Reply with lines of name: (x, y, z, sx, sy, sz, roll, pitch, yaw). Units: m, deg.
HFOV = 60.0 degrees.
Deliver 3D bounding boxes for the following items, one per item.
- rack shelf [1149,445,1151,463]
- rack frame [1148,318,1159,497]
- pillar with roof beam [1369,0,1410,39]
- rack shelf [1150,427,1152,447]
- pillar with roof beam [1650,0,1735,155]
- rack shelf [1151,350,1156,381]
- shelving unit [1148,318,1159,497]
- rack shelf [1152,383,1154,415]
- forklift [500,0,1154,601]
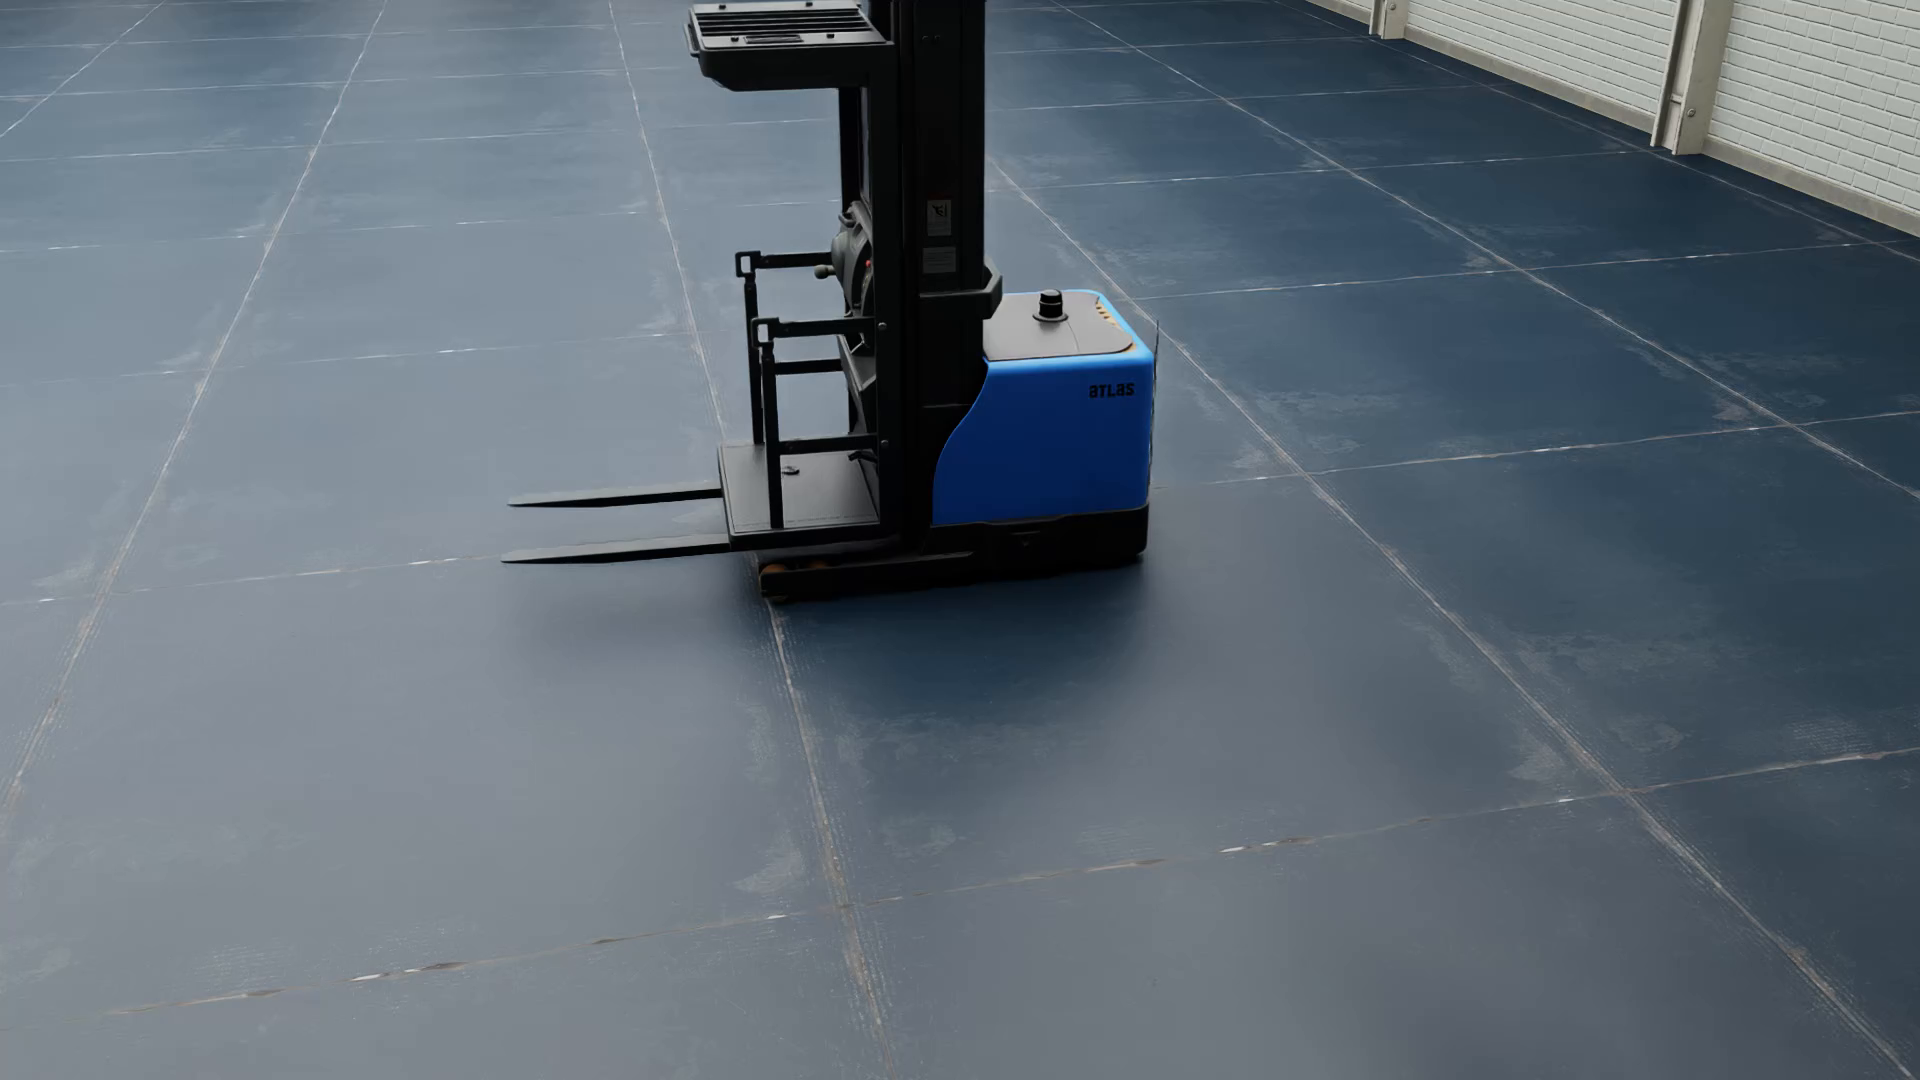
rack shelf: (0.898, -0.494, 8.703, 0.200, 0.077, 0.258, 3, 27, 6)
rack frame: (0.999, -0.678, 8.595, 0.006, 0.900, 0.240, 3, 27, 6)
pillar with roof beam: (1.114, -9.847, 17.772, 9.100, 9.000, 0.400, -6, 27, -12)
rack shelf: (0.898, -0.574, 8.662, 0.200, 0.077, 0.258, 3, 27, 6)
pillar with roof beam: (2.466, -7.213, 12.553, 9.100, 9.000, 0.400, -6, 27, -12)
rack shelf: (0.898, -0.895, 8.500, 0.200, 0.077, 0.258, 3, 27, 6)
shelving unit: (0.898, -0.684, 8.607, 0.210, 0.900, 0.258, 3, 27, 6)
rack shelf: (0.898, -0.735, 8.581, 0.200, 0.077, 0.258, 3, 27, 6)
forklift: (-0.665, -1.287, 7.547, 3.031, 2.935, 1.130, -5, 27, -10)
